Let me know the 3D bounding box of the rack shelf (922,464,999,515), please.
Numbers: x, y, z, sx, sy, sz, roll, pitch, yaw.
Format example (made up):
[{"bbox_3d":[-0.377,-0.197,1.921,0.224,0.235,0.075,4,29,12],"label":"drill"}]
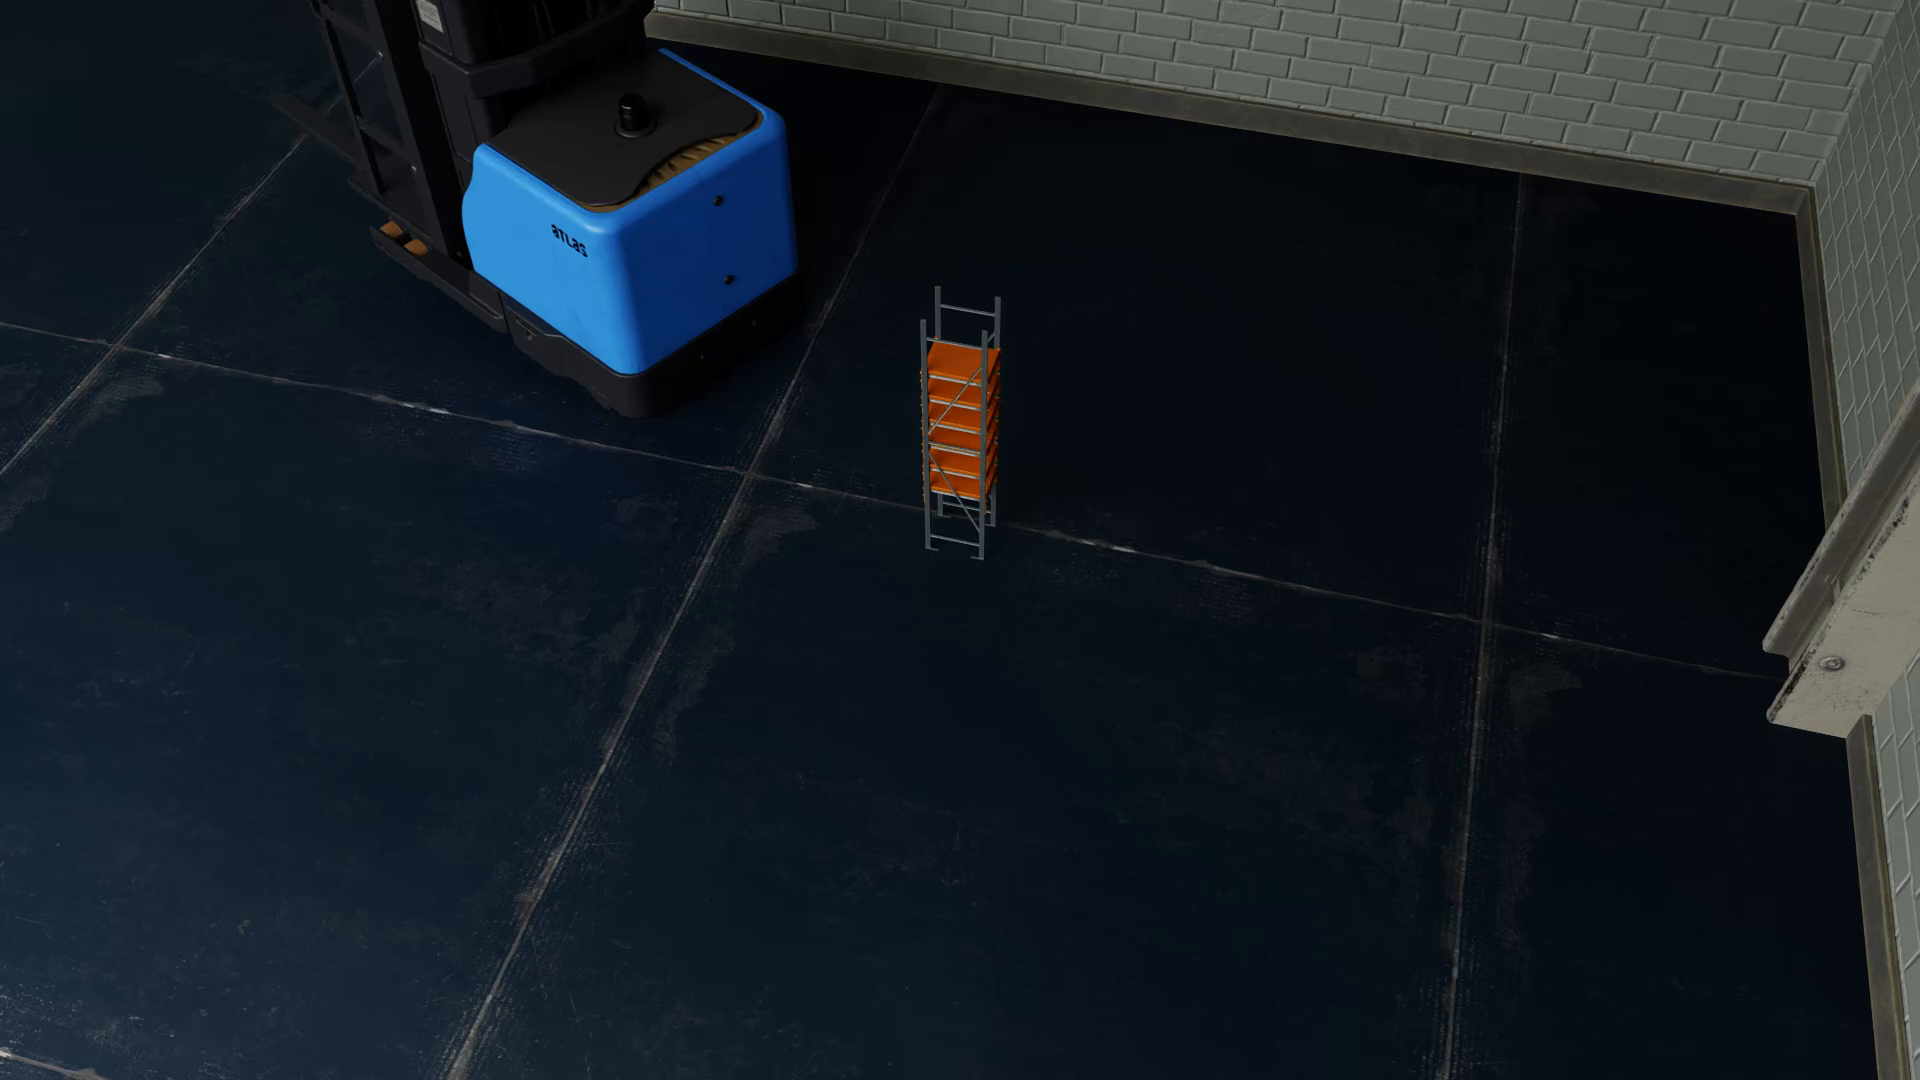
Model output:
[{"bbox_3d":[0.004,-0.219,6.441,0.258,0.103,0.180,12,50,10],"label":"rack shelf"}]

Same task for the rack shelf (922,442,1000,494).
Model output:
[{"bbox_3d":[0.004,-0.299,6.352,0.258,0.103,0.180,12,50,10],"label":"rack shelf"}]

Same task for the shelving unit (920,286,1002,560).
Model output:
[{"bbox_3d":[0.004,-0.408,6.228,0.258,1.200,0.189,12,50,10],"label":"shelving unit"}]

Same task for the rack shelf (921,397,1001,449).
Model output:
[{"bbox_3d":[0.004,-0.458,6.172,0.258,0.103,0.180,12,50,10],"label":"rack shelf"}]

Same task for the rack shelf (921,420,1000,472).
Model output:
[{"bbox_3d":[0.004,-0.378,6.262,0.258,0.103,0.180,12,50,10],"label":"rack shelf"}]

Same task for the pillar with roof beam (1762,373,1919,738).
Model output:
[{"bbox_3d":[-0.999,-3.275,3.557,9.100,9.000,0.400,12,50,10],"label":"pillar with roof beam"}]

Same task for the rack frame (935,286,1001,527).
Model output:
[{"bbox_3d":[0.028,-0.474,6.287,0.240,1.200,0.006,12,50,10],"label":"rack frame"}]

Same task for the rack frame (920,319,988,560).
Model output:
[{"bbox_3d":[-0.020,-0.341,6.170,0.240,1.200,0.006,12,50,10],"label":"rack frame"}]

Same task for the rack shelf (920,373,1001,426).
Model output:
[{"bbox_3d":[0.004,-0.537,6.082,0.258,0.103,0.180,12,50,10],"label":"rack shelf"}]

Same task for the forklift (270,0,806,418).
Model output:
[{"bbox_3d":[-2.120,-2.460,6.885,3.031,2.935,1.130,35,57,27],"label":"forklift"}]

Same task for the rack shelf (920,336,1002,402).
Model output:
[{"bbox_3d":[0.004,-0.616,5.992,0.258,0.103,0.180,12,50,10],"label":"rack shelf"}]
